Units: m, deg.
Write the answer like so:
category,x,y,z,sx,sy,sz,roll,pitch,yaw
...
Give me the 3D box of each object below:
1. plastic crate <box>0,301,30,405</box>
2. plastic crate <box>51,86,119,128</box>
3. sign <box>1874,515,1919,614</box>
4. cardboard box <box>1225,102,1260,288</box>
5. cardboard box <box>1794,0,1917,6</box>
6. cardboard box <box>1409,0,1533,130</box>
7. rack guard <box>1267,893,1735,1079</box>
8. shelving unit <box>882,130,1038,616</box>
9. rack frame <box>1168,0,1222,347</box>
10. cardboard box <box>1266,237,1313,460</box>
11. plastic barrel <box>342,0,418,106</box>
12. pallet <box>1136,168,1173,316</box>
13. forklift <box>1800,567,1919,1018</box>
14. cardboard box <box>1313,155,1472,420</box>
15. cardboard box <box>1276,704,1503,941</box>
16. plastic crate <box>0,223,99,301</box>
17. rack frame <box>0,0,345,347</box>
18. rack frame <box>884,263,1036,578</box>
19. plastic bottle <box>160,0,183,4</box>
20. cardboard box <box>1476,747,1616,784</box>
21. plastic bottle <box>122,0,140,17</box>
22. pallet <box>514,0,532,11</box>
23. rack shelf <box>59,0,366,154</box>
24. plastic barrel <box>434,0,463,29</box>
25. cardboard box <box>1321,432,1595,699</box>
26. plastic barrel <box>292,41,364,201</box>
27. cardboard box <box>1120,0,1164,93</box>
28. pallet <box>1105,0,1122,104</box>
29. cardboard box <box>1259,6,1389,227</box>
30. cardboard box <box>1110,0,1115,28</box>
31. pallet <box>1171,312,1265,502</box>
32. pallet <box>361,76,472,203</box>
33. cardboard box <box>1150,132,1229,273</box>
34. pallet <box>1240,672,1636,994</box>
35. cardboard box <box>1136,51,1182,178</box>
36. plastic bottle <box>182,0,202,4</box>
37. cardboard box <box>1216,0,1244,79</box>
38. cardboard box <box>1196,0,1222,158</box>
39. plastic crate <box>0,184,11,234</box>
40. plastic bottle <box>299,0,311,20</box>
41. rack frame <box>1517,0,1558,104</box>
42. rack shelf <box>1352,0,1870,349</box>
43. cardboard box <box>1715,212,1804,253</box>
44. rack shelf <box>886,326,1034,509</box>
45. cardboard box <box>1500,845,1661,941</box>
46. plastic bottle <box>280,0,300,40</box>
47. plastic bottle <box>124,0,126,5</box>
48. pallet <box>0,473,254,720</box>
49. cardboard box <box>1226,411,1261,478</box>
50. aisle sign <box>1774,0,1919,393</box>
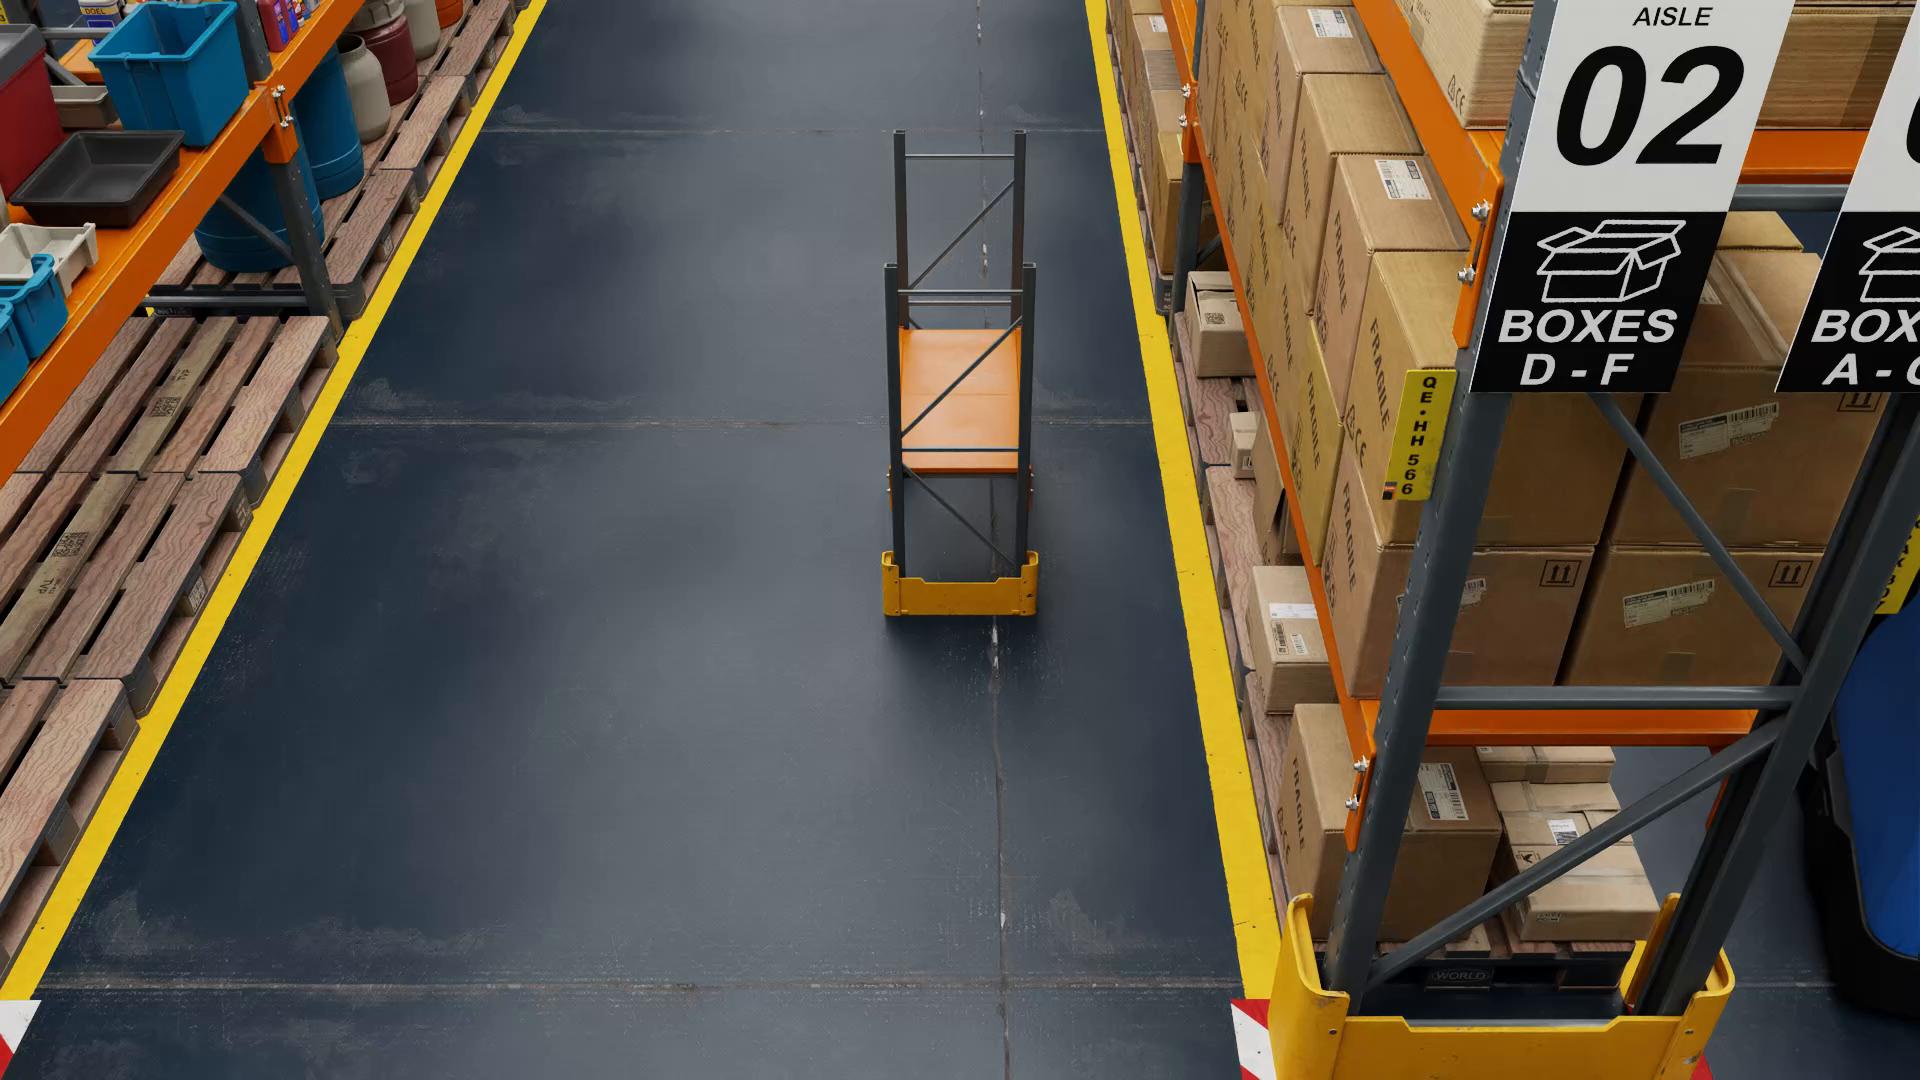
category,x,y,z,sx,sy,sz,roll,pitch,yaw
plastic crate,-3.124,-0.561,5.137,0.416,0.233,0.300,0,39,0
plastic crate,-3.598,-1.755,6.705,0.396,0.136,0.243,0,39,0
sign,2.045,0.036,3.614,0.100,0.325,0.005,0,39,0
cardboard box,1.228,-1.214,5.787,0.500,0.500,0.500,0,39,0
cardboard box,1.762,-1.254,3.238,0.500,0.250,0.500,0,39,0
cardboard box,1.238,-1.059,3.394,0.500,0.250,0.500,0,39,0
rack guard,1.502,1.302,4.725,1.175,0.500,0.348,0,39,0
shelving unit,0.000,-0.633,6.340,0.587,1.500,1.083,0,39,0
rack frame,1.498,-2.127,7.006,1.000,3.000,0.127,0,39,0
cardboard box,1.230,-0.581,4.997,0.500,0.500,0.500,0,39,0
plastic barrel,-3.441,-2.838,9.485,0.600,0.588,0.708,0,39,0
pallet,1.459,-1.548,8.512,1.003,0.211,1.213,0,39,0
forklift,3.552,-0.533,5.071,1.130,2.935,3.031,11,40,13
cardboard box,1.225,-0.649,4.282,0.500,0.500,0.500,1,39,1
cardboard box,1.255,0.838,4.953,0.500,0.500,0.500,0,39,0
plastic crate,-3.153,-0.958,5.709,0.293,0.136,0.466,0,39,0
rack frame,-3.456,-2.126,7.004,1.000,3.000,0.127,0,39,0
rack frame,0.000,-0.321,5.951,0.500,1.500,0.032,0,39,0
plastic bottle,-3.655,-2.535,7.673,0.097,0.201,0.097,0,39,0
cardboard box,1.785,0.623,5.421,0.500,0.250,0.500,0,39,0
plastic bottle,-3.655,-2.306,7.388,0.097,0.201,0.097,0,39,0
pallet,-3.422,-4.024,11.602,1.003,0.211,1.213,0,39,0
rack shelf,-3.458,-3.096,8.790,1.077,0.370,4.000,0,39,0
plastic barrel,-3.443,-3.638,10.291,0.600,0.830,0.708,0,39,0
cardboard box,1.230,0.055,4.202,0.500,0.500,0.500,1,39,1
plastic barrel,-3.440,-2.254,8.506,0.600,0.901,0.708,0,39,0
cardboard box,1.210,-2.899,9.616,0.500,0.500,0.500,-1,39,-1
pallet,1.456,-3.073,10.417,1.003,0.211,1.213,0,39,0
cardboard box,1.220,-1.294,5.087,0.500,0.500,0.500,1,39,1
cardboard box,1.208,-3.540,10.416,0.500,0.500,0.500,2,39,2
pallet,1.498,-0.609,7.342,1.003,0.211,1.213,0,39,0
pallet,-3.419,-2.285,9.433,1.003,0.211,1.213,0,39,0
cardboard box,1.211,-1.632,8.035,0.500,0.500,0.500,0,39,0
pallet,1.500,0.916,5.438,1.003,0.211,1.213,0,39,0
cardboard box,1.218,-2.255,8.812,0.500,0.500,0.500,0,39,1
plastic bottle,-3.640,-2.681,7.737,0.144,0.351,0.185,0,39,0
cardboard box,1.218,-1.939,5.891,0.500,0.500,0.500,-1,39,-1
cardboard box,1.226,-1.847,6.576,0.500,0.500,0.500,1,39,1
plastic crate,-3.638,-1.148,5.831,0.437,0.282,0.530,0,39,0
plastic bottle,-3.048,-2.522,7.601,0.097,0.271,0.097,0,39,0
rack frame,1.502,-1.967,2.008,1.000,3.000,0.127,0,39,0
rack shelf,1.500,-1.766,4.732,1.077,0.370,4.000,0,39,0
cardboard box,1.757,-0.660,4.295,0.500,0.500,0.500,0,39,0
rack shelf,0.000,-0.498,6.460,0.538,0.185,1.000,0,39,0
cardboard box,1.846,1.053,4.965,0.380,0.149,0.250,0,39,0
plastic bottle,-3.030,-2.393,7.431,0.061,0.283,0.133,0,39,0
plastic bottle,-3.825,-2.471,7.528,0.061,0.283,0.133,0,39,0
pallet,-3.412,0.187,6.348,1.003,0.211,1.213,0,39,0
cardboard box,1.293,-0.390,6.751,0.380,0.166,0.250,0,39,0
aisle sign,1.796,-0.598,3.018,0.394,0.787,0.004,0,39,0
